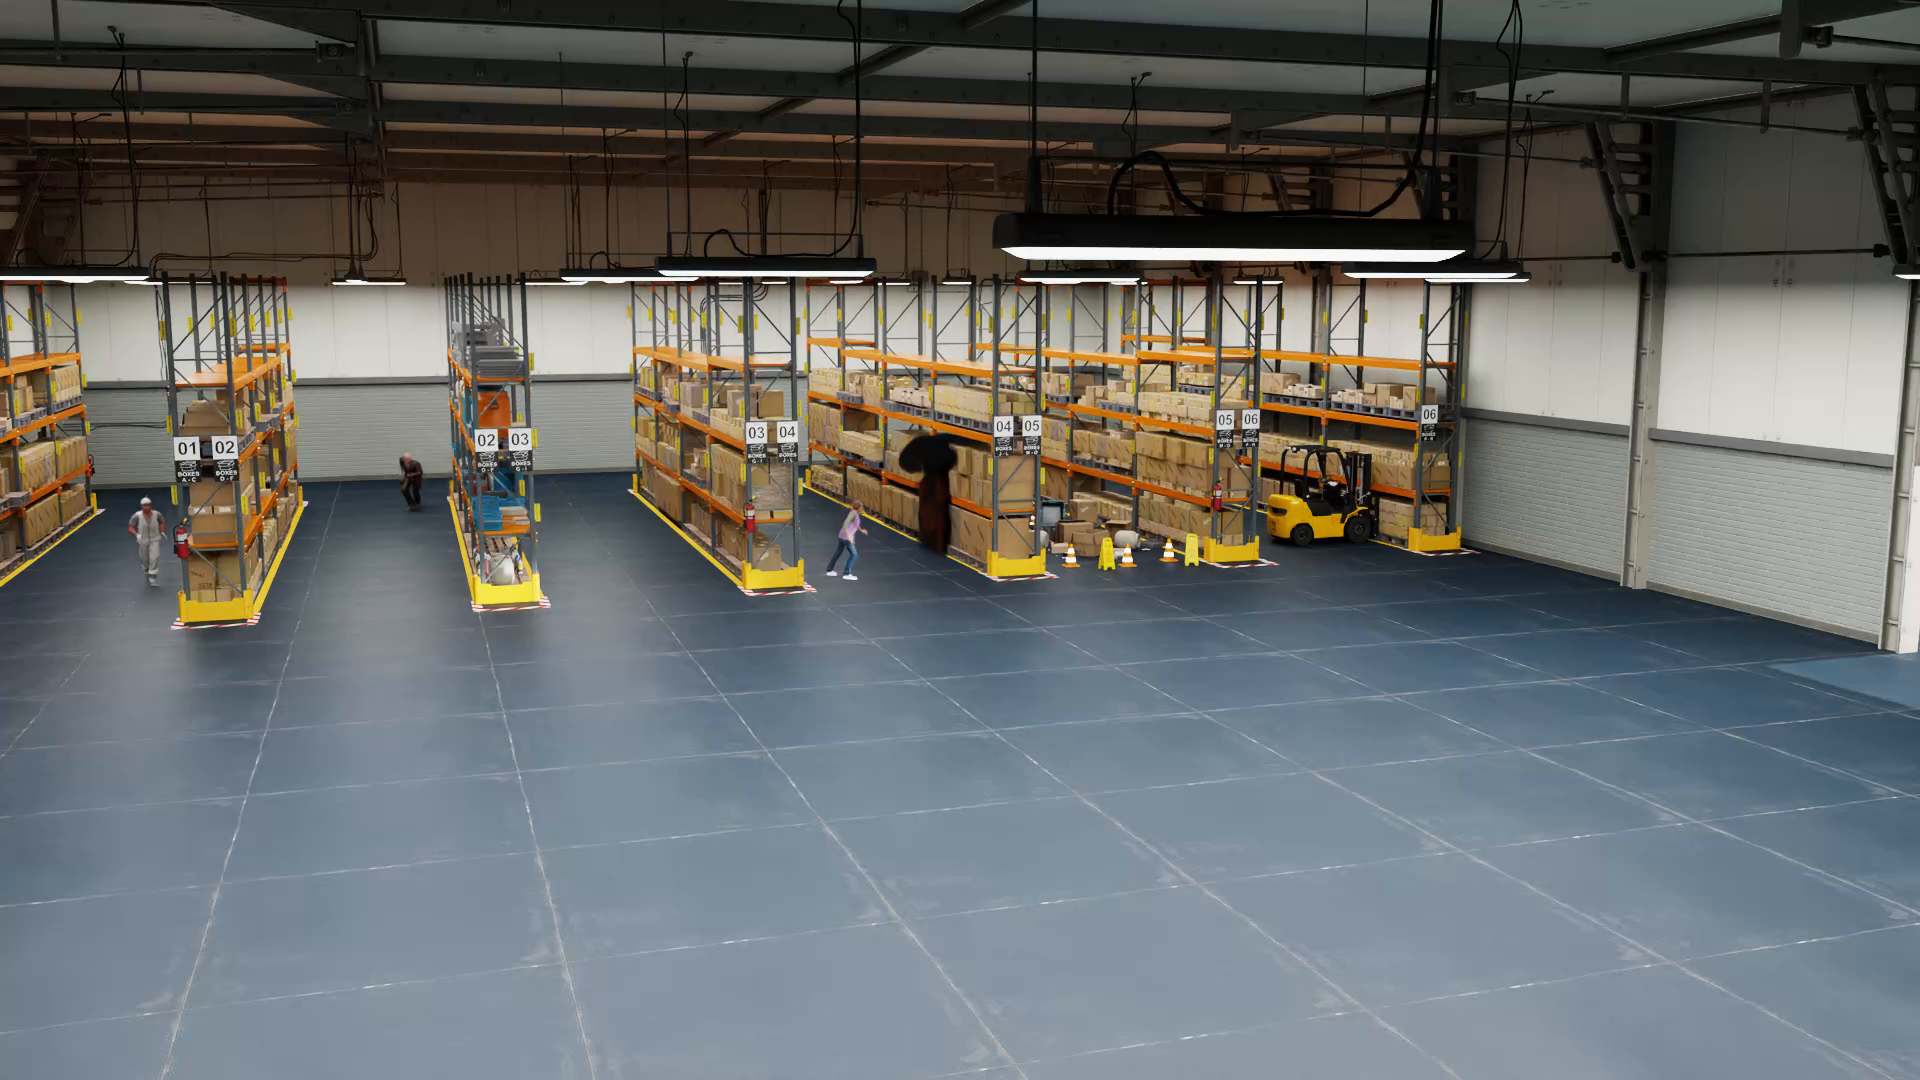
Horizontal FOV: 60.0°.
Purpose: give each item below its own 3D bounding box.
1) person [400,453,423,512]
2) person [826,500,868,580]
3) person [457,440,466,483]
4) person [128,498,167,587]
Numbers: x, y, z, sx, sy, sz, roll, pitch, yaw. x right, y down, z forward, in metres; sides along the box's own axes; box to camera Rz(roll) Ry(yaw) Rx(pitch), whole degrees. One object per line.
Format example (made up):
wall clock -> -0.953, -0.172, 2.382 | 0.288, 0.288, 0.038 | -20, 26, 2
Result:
person -> -14.225, -1.539, 43.274 | 0.713, 1.560, 1.232 | 0, 9, 2
person -> -2.121, -0.014, 31.249 | 0.795, 1.524, 0.585 | -1, 9, -5
person -> -13.750, -2.127, 46.620 | 0.985, 1.648, 0.684 | 4, 9, 23
person -> -15.723, 0.023, 32.206 | 0.659, 1.738, 0.823 | -5, 10, -28
